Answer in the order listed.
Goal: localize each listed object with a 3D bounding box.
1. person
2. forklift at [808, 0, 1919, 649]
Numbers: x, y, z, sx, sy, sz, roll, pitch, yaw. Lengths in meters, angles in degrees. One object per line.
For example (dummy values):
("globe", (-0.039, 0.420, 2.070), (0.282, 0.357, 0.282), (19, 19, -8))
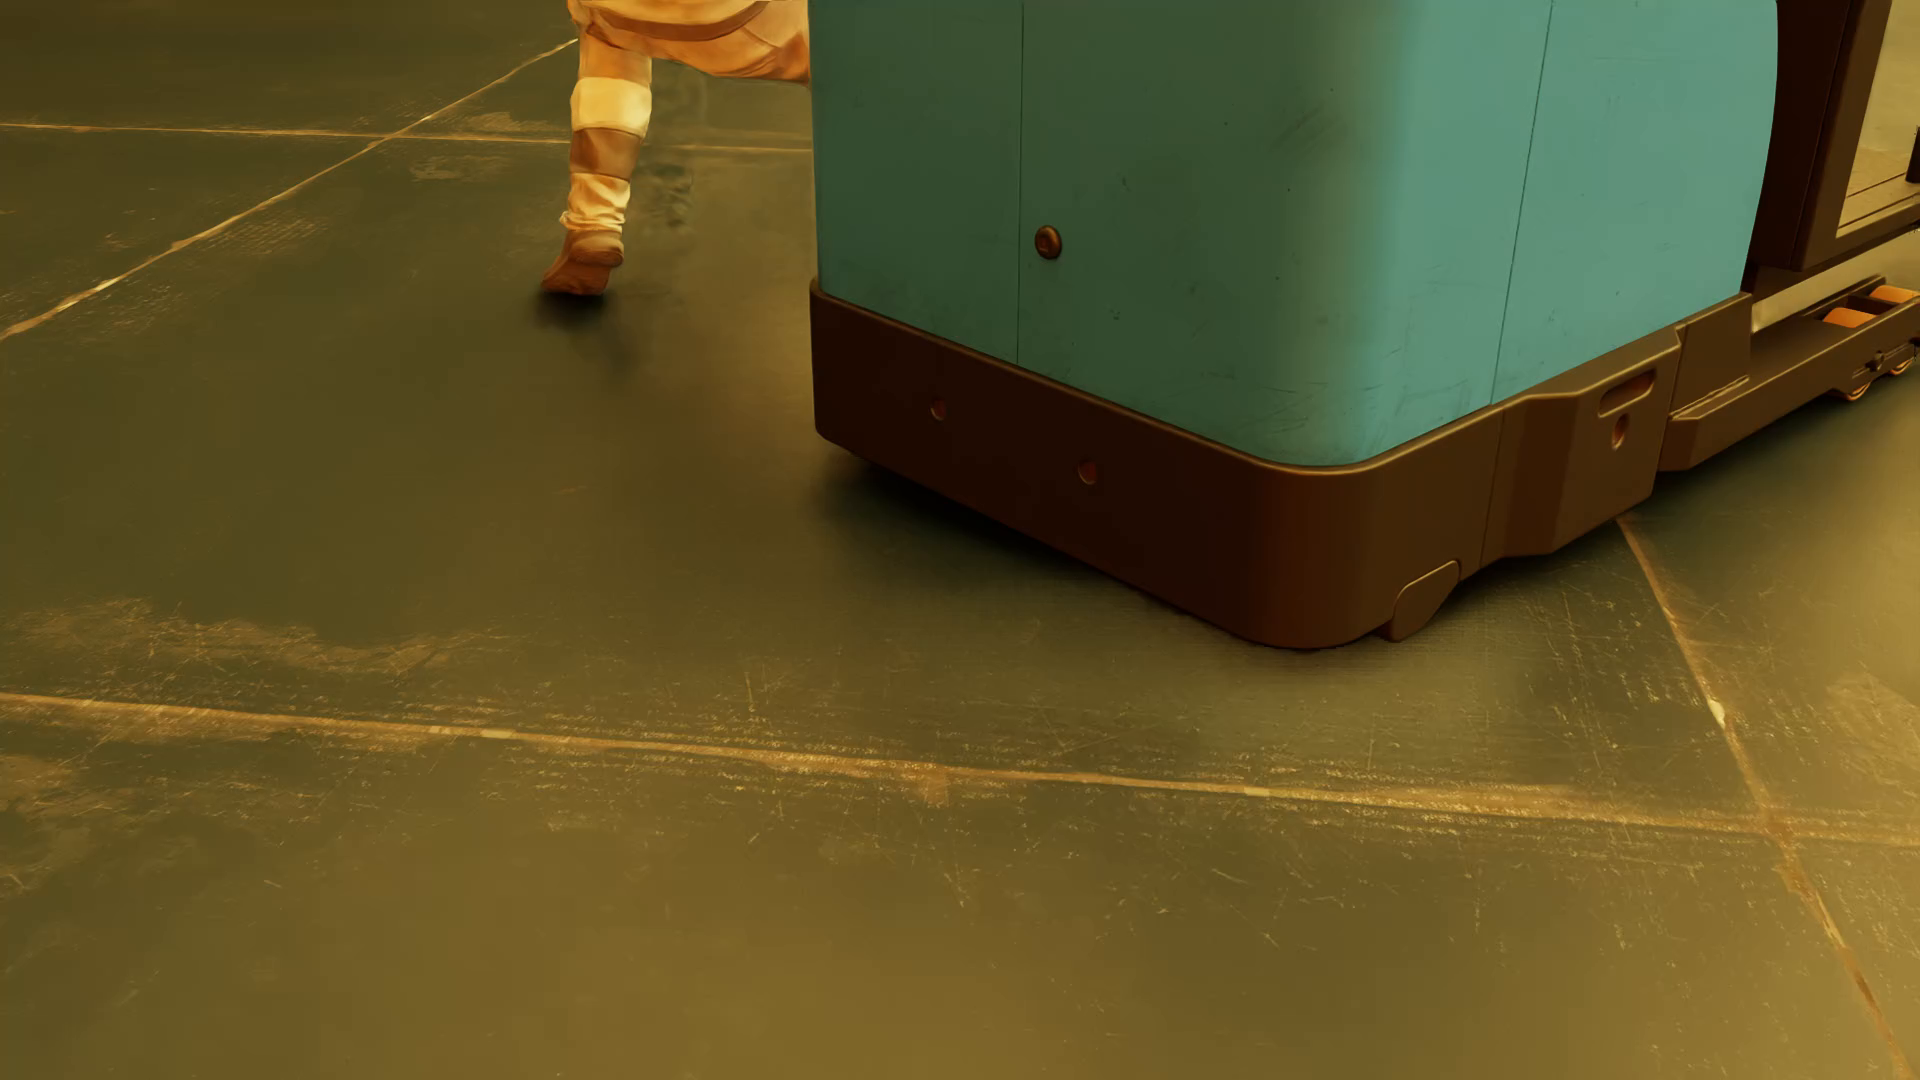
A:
("person", (-0.373, -1.123, 3.065), (1.069, 1.535, 0.734), (14, 30, 27))
("forklift", (1.197, -1.717, 2.659), (3.031, 2.935, 1.130), (-22, 34, -37))
